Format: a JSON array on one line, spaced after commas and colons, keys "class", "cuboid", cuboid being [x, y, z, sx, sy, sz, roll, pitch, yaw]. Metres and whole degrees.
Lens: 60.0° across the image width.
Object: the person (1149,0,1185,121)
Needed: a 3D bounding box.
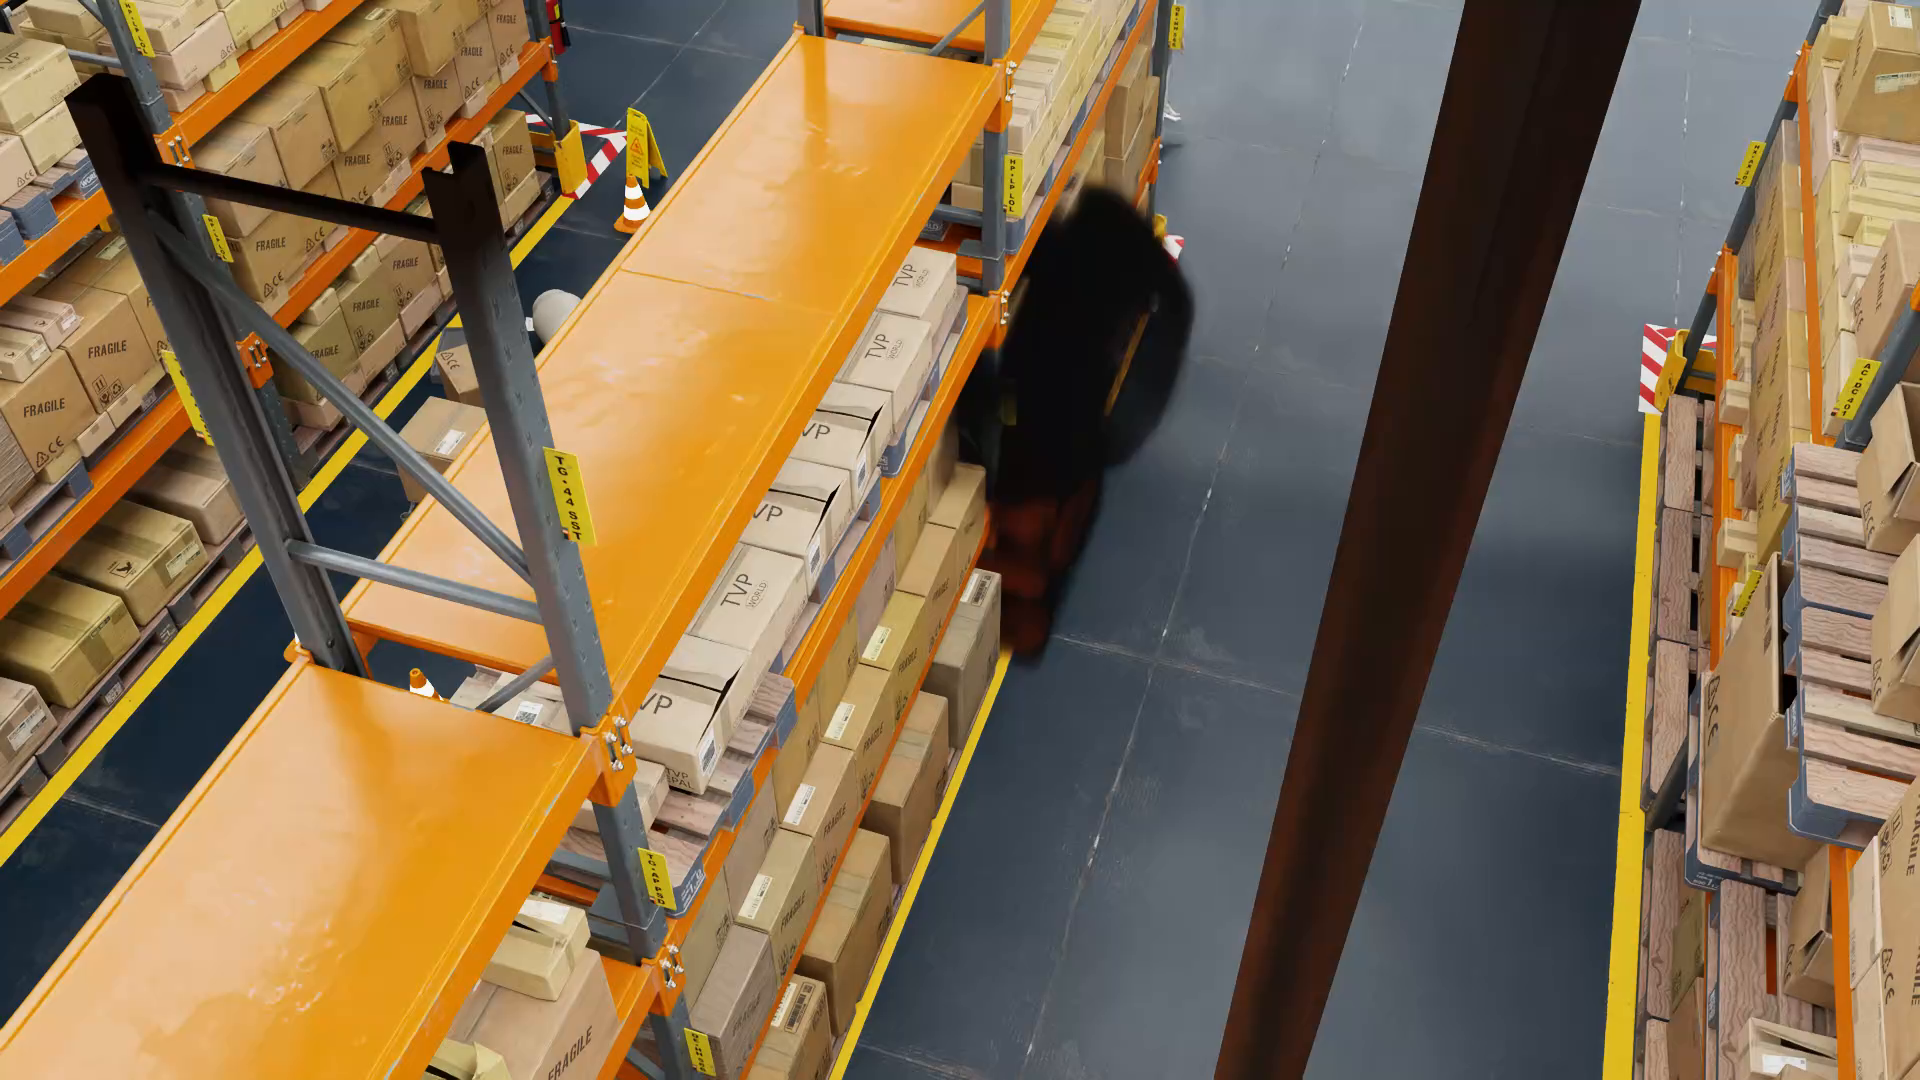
[{"class": "person", "cuboid": [1.645, -4.286, 14.250, 0.568, 1.552, 0.539, -2, 46, -2]}]
